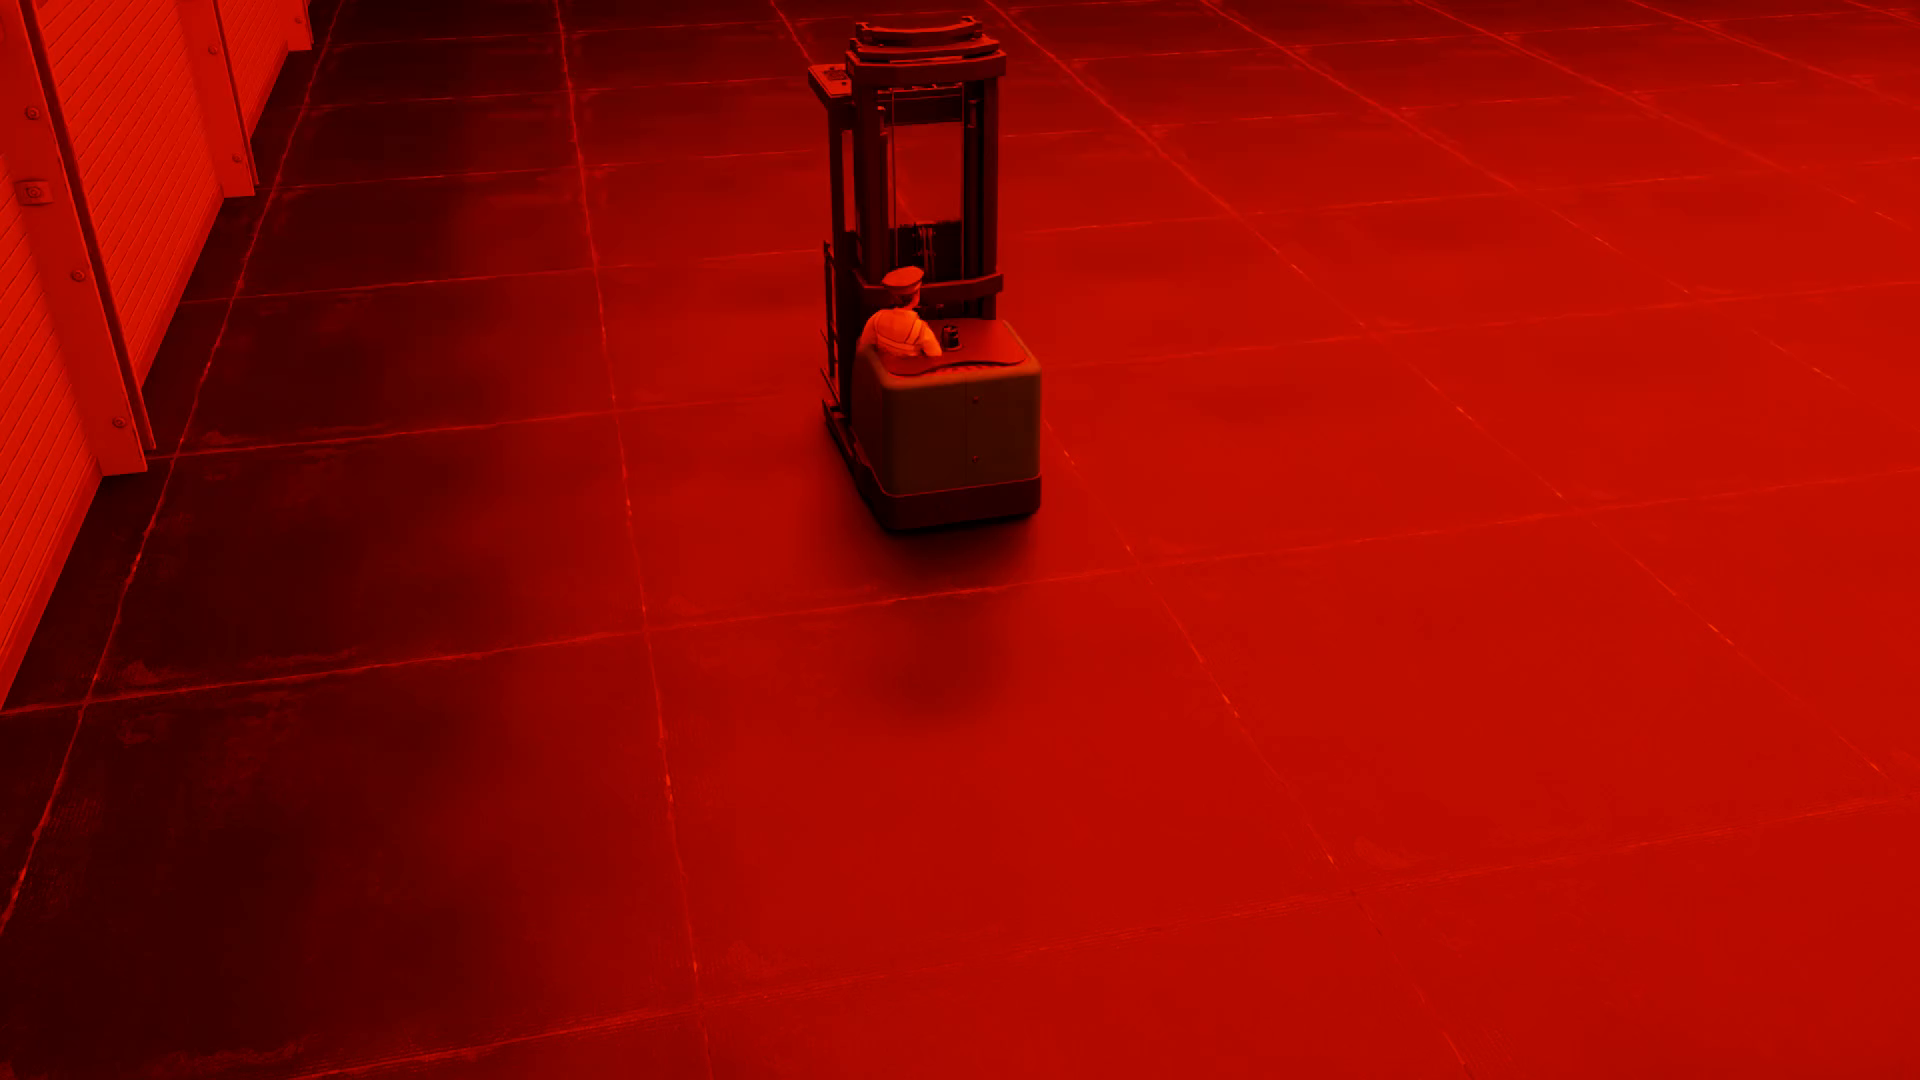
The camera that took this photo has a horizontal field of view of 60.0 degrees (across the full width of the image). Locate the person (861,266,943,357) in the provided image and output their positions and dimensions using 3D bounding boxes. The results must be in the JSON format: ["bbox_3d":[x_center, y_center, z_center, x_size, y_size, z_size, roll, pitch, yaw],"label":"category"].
[{"bbox_3d":[-0.285,-0.985,10.664,0.714,1.629,0.531,21,36,32],"label":"person"}]

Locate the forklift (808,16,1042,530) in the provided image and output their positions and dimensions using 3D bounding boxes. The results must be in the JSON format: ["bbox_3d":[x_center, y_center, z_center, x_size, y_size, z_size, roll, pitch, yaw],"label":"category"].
[{"bbox_3d":[-0.358,-2.059,11.131,1.130,2.935,3.031,-8,31,-13],"label":"forklift"}]
